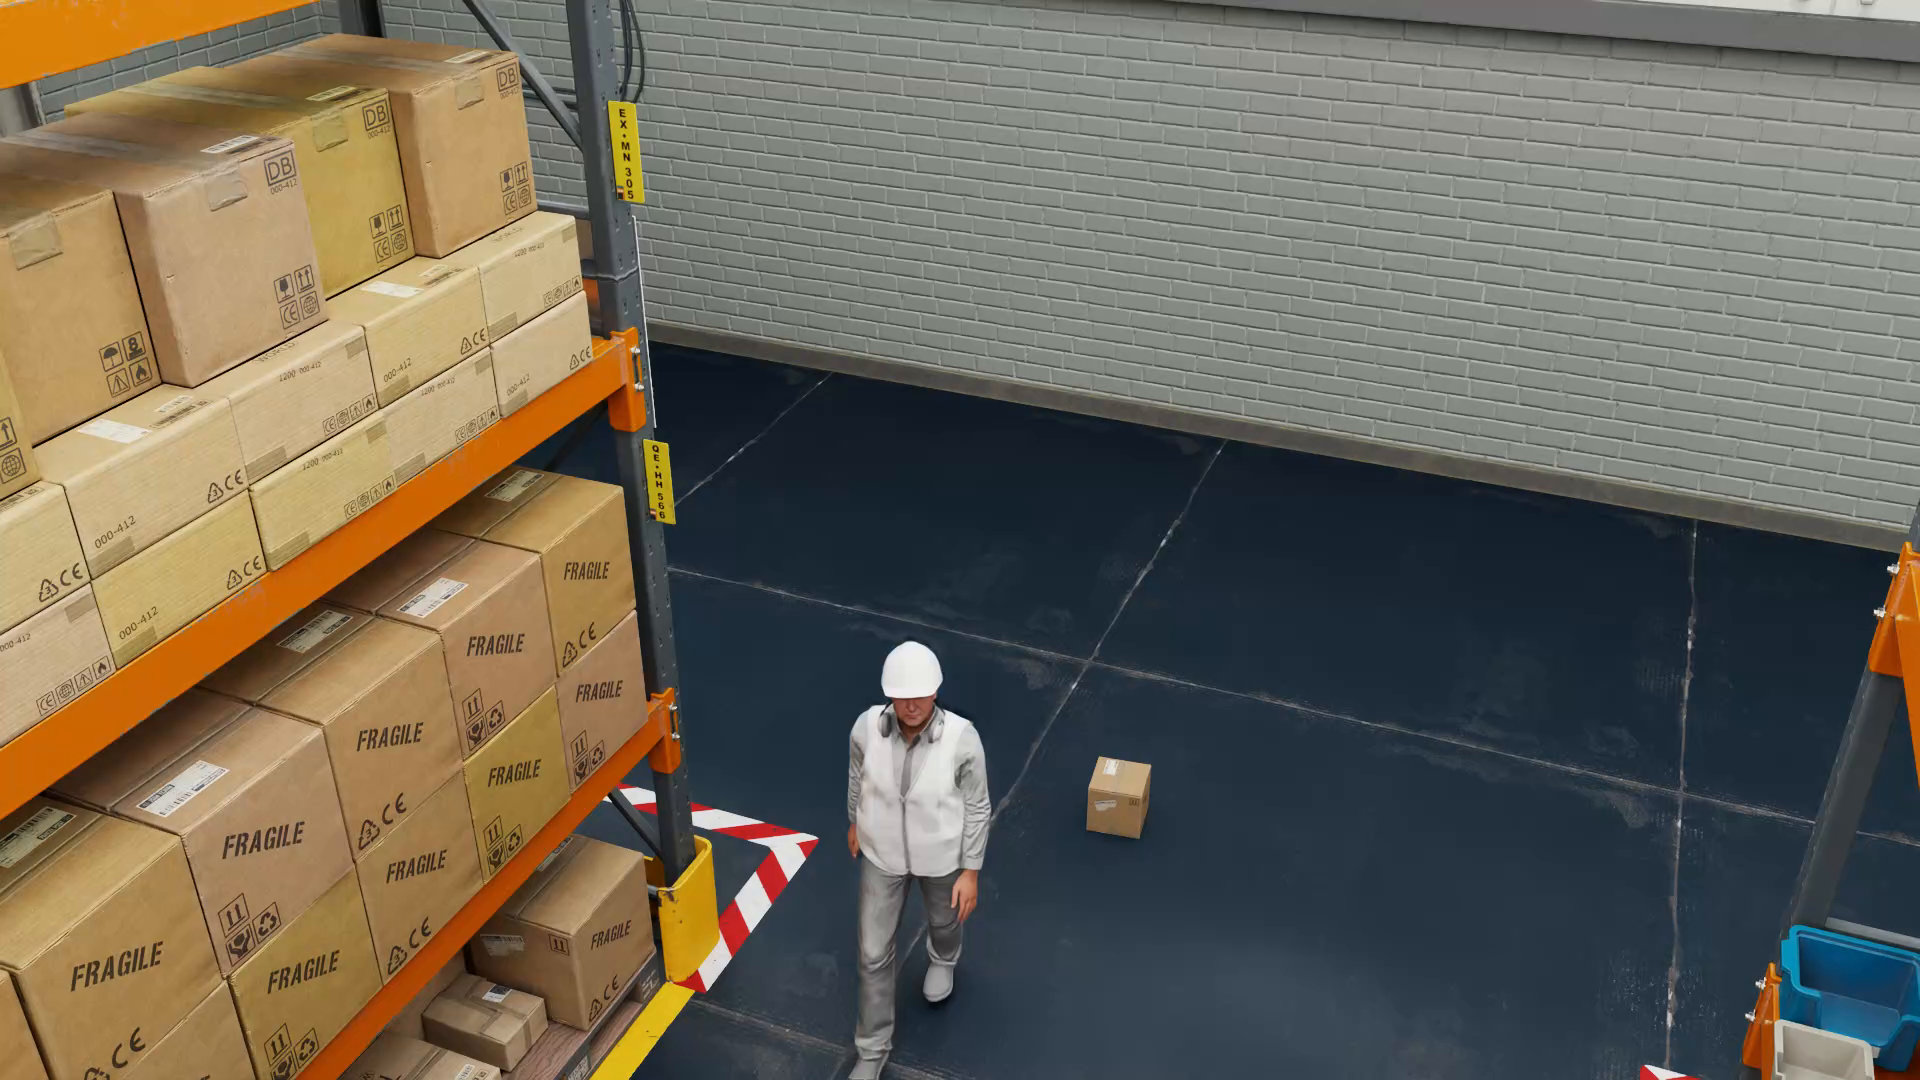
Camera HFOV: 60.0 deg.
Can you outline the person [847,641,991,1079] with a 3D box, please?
[{"bbox_3d":[-0.176,1.204,6.235,0.580,1.774,0.865,3,30,6],"label":"person"}]
